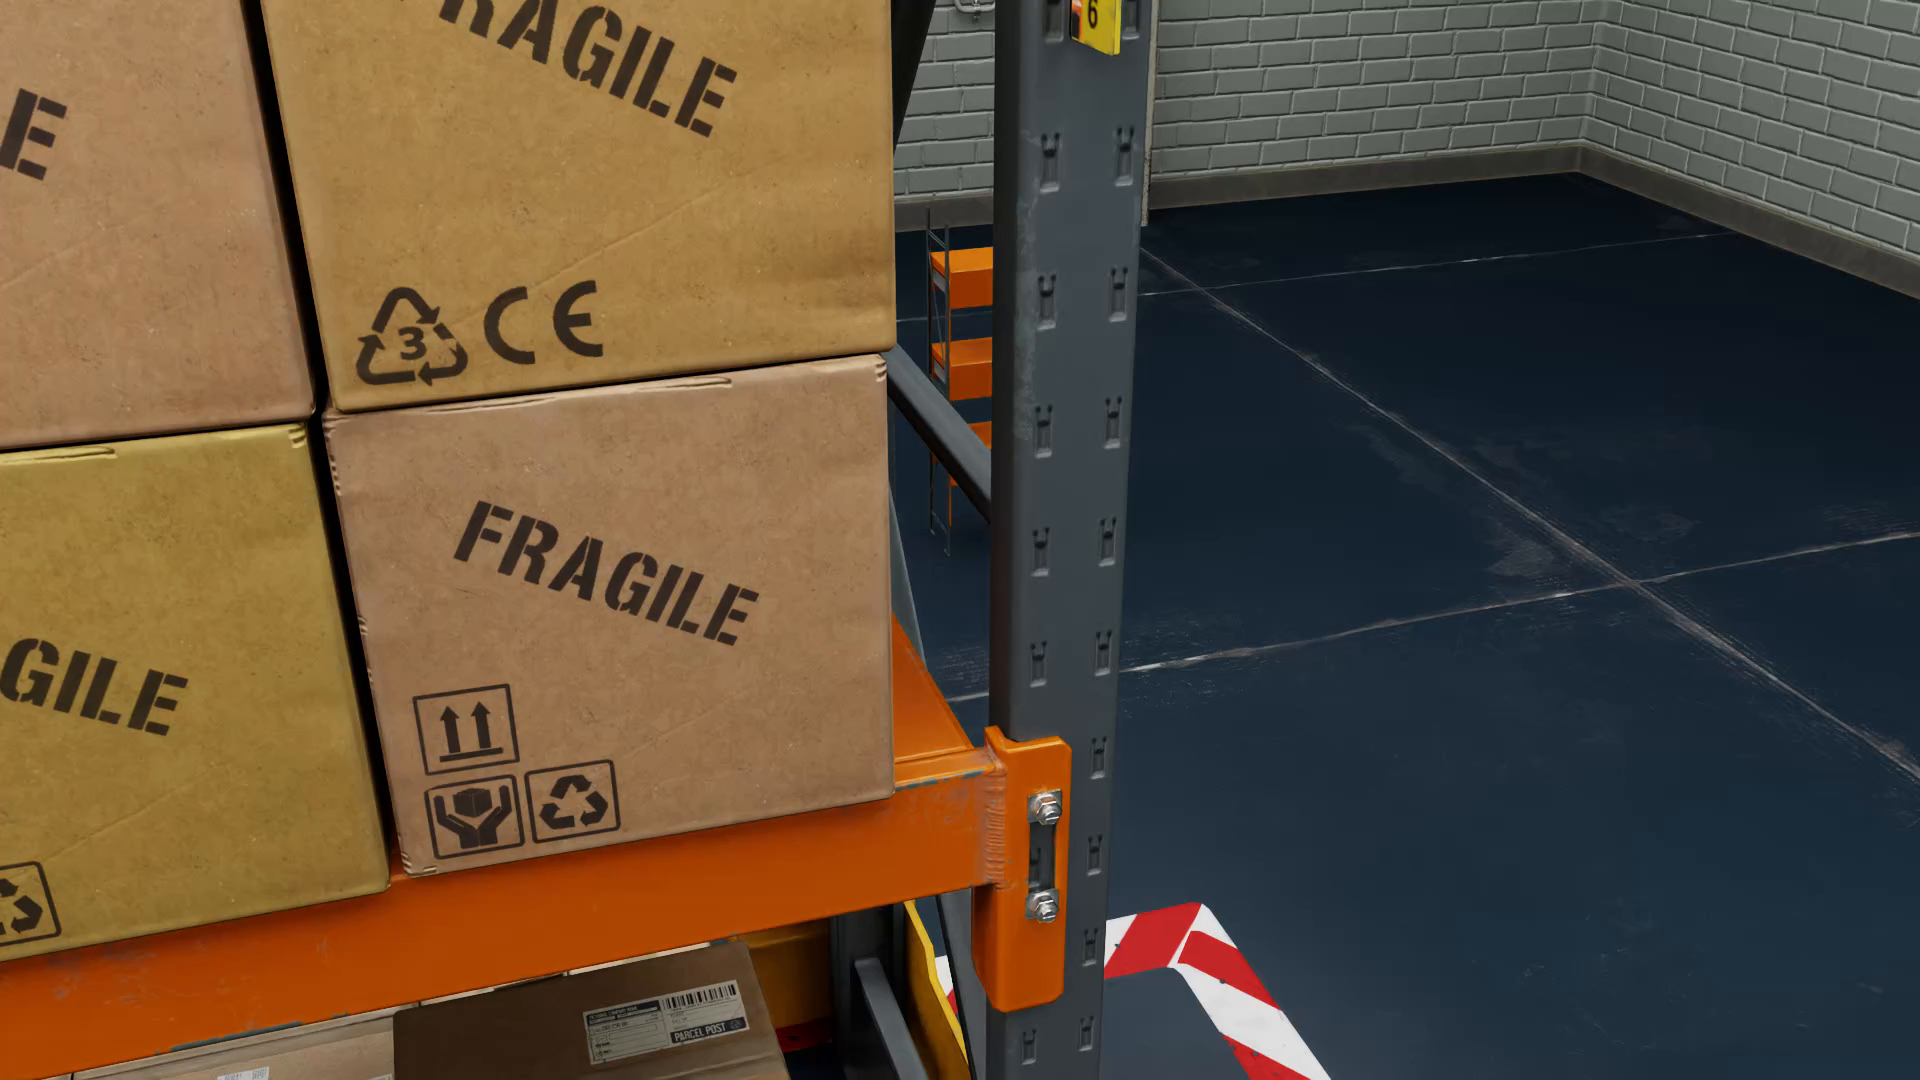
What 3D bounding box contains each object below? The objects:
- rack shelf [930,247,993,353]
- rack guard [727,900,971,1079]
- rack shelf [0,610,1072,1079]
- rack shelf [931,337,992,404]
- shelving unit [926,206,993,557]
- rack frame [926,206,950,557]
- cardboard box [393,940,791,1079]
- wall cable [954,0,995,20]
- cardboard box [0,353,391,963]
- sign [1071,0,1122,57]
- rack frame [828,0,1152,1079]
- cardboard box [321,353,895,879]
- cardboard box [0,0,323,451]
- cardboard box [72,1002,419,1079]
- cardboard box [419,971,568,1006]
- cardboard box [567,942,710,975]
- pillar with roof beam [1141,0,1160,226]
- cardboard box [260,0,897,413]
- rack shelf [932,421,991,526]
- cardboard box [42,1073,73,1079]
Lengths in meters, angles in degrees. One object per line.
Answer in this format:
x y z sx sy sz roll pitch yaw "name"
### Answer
0.051 -0.722 4.910 0.240 0.259 0.215 -8 28 -16 "rack shelf"
-0.108 0.976 2.721 0.348 0.500 1.175 -8 28 -16 "rack guard"
-1.937 0.444 1.791 4.000 0.370 1.077 -8 28 -16 "rack shelf"
0.051 -0.468 5.036 0.240 0.259 0.215 -8 28 -16 "rack shelf"
0.051 -0.478 5.031 0.252 1.050 0.215 -8 28 -16 "shelving unit"
-0.065 -0.461 4.998 0.008 1.050 0.200 -8 28 -16 "rack frame"
-0.476 0.948 2.284 0.500 0.500 0.500 -8 28 -16 "cardboard box"
-0.648 -3.279 7.339 1.851 1.984 0.084 -8 28 -16 "wall cable"
-0.869 0.051 1.661 0.500 0.500 0.500 -8 28 -16 "cardboard box"
0.117 -0.576 1.380 0.005 0.325 0.100 -8 28 -16 "sign"
-0.036 -0.154 2.186 0.127 3.000 1.000 -8 28 -16 "rack frame"
-0.377 -0.022 1.808 0.500 0.500 0.500 -7 27 -15 "cardboard box"
-0.854 -0.399 1.443 0.500 0.500 0.500 -7 27 -15 "cardboard box"
-1.116 0.905 2.652 0.500 0.250 0.500 -8 28 -16 "cardboard box"
-0.778 0.865 2.826 0.250 0.166 0.380 -8 28 -16 "cardboard box"
-0.540 0.839 2.899 0.250 0.149 0.380 -8 28 -16 "cardboard box"
2.059 -3.852 2.889 0.400 9.000 9.100 -8 28 -16 "pillar with roof beam"
-0.374 -0.469 1.584 0.500 0.500 0.500 -8 28 -17 "cardboard box"
0.051 -0.219 5.160 0.240 0.259 0.215 -8 28 -16 "rack shelf"
-1.591 0.973 2.513 0.500 0.250 0.500 -8 28 -16 "cardboard box"
